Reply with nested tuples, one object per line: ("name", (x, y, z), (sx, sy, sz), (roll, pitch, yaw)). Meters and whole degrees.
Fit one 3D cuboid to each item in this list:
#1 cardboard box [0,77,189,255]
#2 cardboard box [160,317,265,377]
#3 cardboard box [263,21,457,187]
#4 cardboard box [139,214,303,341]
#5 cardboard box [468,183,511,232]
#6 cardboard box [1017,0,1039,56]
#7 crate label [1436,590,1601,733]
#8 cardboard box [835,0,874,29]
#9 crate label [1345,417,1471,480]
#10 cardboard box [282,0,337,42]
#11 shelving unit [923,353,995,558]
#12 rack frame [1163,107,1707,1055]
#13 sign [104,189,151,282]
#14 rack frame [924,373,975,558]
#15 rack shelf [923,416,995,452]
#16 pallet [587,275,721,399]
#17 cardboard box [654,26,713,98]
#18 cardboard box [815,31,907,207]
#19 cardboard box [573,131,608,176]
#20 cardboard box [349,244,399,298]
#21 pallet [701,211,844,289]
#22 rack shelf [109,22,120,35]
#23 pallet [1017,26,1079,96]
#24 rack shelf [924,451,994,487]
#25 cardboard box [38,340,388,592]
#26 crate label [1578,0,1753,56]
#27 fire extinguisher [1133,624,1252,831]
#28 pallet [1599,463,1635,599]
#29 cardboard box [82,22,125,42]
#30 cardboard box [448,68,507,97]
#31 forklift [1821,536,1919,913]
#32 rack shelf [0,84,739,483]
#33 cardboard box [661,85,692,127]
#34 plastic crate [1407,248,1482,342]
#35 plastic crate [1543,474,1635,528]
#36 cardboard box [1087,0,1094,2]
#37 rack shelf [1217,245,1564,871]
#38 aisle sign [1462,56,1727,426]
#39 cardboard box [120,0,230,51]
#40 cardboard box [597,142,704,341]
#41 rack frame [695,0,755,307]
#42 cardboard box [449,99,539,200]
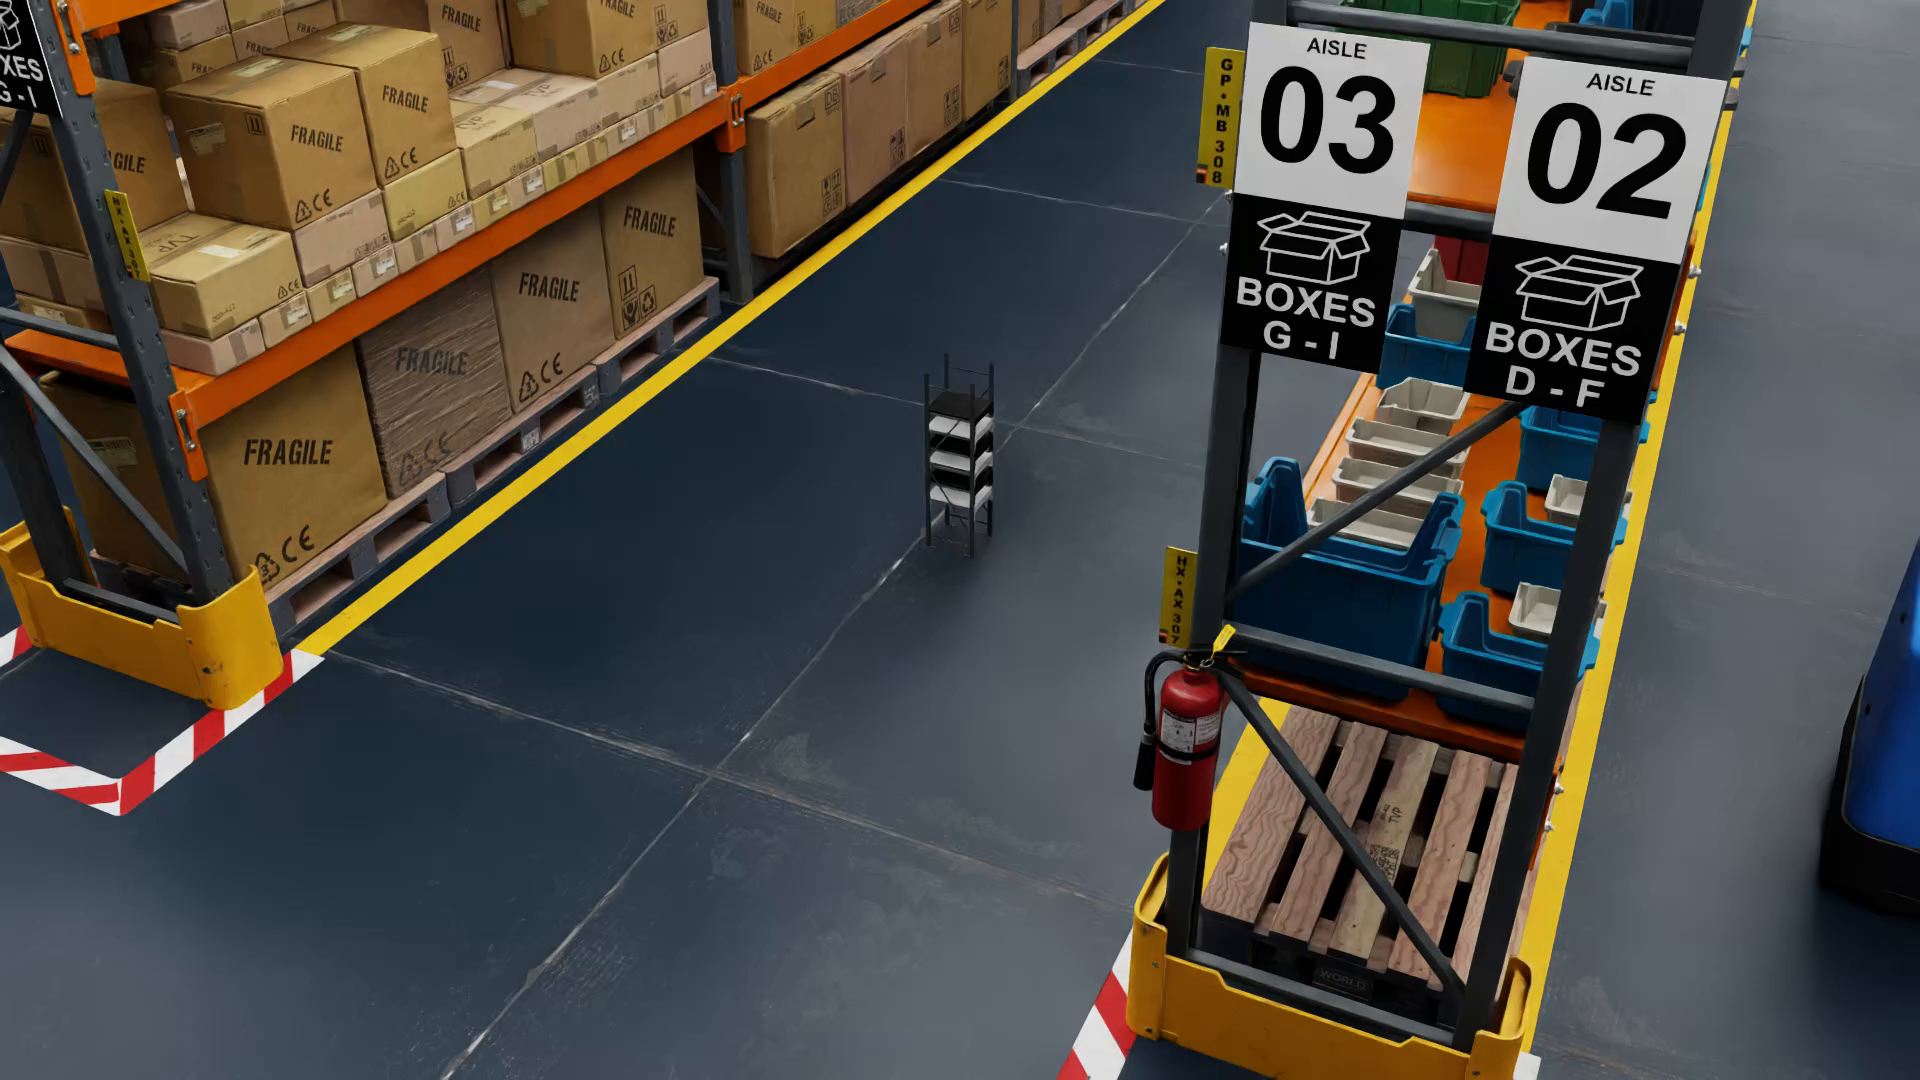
("cardboard box", (-3.418, -1.464, 6.429), (0.500, 0.500, 0.500), (15, 36, 21))
("cardboard box", (-2.935, -0.782, 6.436), (0.380, 0.149, 0.250), (15, 36, 21))
("cardboard box", (-2.516, -1.847, 7.012), (0.500, 0.500, 0.500), (13, 35, 19))
("cardboard box", (-2.937, -1.025, 6.443), (0.500, 0.250, 0.500), (13, 36, 19))
("cardboard box", (-2.292, -1.548, 7.605), (0.380, 0.149, 0.250), (13, 36, 19))
("cardboard box", (0.226, -4.247, 13.370), (0.700, 0.500, 0.500), (12, 35, 18))
("crate label", (1.518, 0.348, 4.582), (0.416, 0.233, 0.303), (14, 36, 20))
("cardboard box", (-0.871, -3.491, 10.248), (0.500, 0.500, 0.500), (13, 36, 19))
("crate label", (1.521, -0.297, 5.654), (0.396, 0.136, 0.243), (14, 36, 20))
("cardboard box", (-5.195, -3.932, 12.907), (0.500, 0.500, 0.500), (15, 36, 21))
("shelving unit", (-0.003, -0.372, 7.497), (0.258, 0.900, 0.210), (14, 36, 20))
("rack frame", (1.116, 0.350, 4.480), (1.000, 3.000, 0.127), (14, 36, 20))
("sign", (-2.881, -1.051, 5.755), (0.100, 0.325, 0.005), (14, 36, 20))
("rack frame", (-0.046, -0.322, 7.420), (0.240, 0.900, 0.006), (14, 36, 20))
("rack shelf", (-0.003, -0.495, 7.417), (0.258, 0.077, 0.200), (14, 36, 20))
("pallet", (-2.099, -1.251, 9.466), (1.003, 0.211, 1.213), (14, 36, 20))
("cardboard box", (-1.656, -2.560, 8.783), (0.500, 0.250, 0.500), (14, 36, 20))
("cardboard box", (-1.087, -2.834, 10.891), (1.225, 0.875, 0.875), (13, 35, 19))
("cardboard box", (-1.970, -1.933, 8.192), (0.380, 0.149, 0.250), (15, 36, 21))
("cardboard box", (-2.614, -1.168, 7.024), (0.380, 0.149, 0.250), (14, 36, 20))
("pallet", (-1.455, -2.013, 10.628), (1.003, 0.211, 1.213), (14, 36, 20))
("rack shelf", (-5.335, -4.661, 12.780), (1.077, 0.370, 4.000), (14, 36, 20))
("pallet", (0.292, -3.993, 13.647), (1.003, 0.211, 1.213), (14, 36, 20))
("rack shelf", (-0.003, -0.344, 7.515), (0.258, 0.077, 0.200), (14, 36, 20))
("cardboard box", (-3.188, -0.410, 7.194), (0.875, 0.875, 0.875), (14, 36, 20))
("crate label", (1.795, -1.227, 4.286), (0.408, 0.251, 0.502), (14, 36, 20))
("fire extinguisher", (0.640, 0.510, 4.648), (0.296, 0.674, 0.183), (14, 36, 20))
("pallet", (2.517, -0.100, 7.711), (1.003, 0.211, 1.213), (14, 36, 20))
("cardboard box", (-6.090, -3.839, 12.082), (0.500, 0.250, 0.500), (13, 36, 19))
("cardboard box", (-2.568, -2.160, 8.174), (0.500, 0.250, 0.500), (15, 36, 22))
("forklift", (4.579, 0.169, 4.820), (3.031, 2.935, 1.130), (17, 37, 24))
("rack shelf", (-2.546, -1.481, 7.929), (1.077, 0.370, 4.000), (14, 36, 20))
("cardboard box", (-1.647, -2.317, 8.778), (0.380, 0.149, 0.250), (15, 36, 21))
("plastic crate", (1.983, -0.899, 6.439), (0.437, 0.282, 0.530), (14, 36, 20))
("plastic crate", (2.011, -0.090, 5.338), (0.250, 0.136, 0.298), (14, 36, 20))
("cardboard box", (0.911, -5.088, 14.653), (0.700, 0.500, 0.500), (11, 35, 16))
("rack shelf", (1.952, -0.345, 6.196), (1.077, 0.370, 4.000), (14, 36, 20))
("aisle sign", (1.355, -0.633, 3.609), (0.394, 0.787, 0.004), (14, 36, 20))
("cardboard box", (-5.623, -3.717, 11.897), (0.500, 0.250, 0.500), (13, 35, 18))
("cardboard box", (-2.058, -1.755, 9.245), (0.875, 0.875, 0.875), (14, 36, 20))
("rack frame", (-1.709, -2.778, 9.251), (1.000, 3.000, 0.127), (14, 36, 20))
("cardboard box", (-2.298, -1.796, 7.618), (0.500, 0.250, 0.500), (13, 36, 20))
